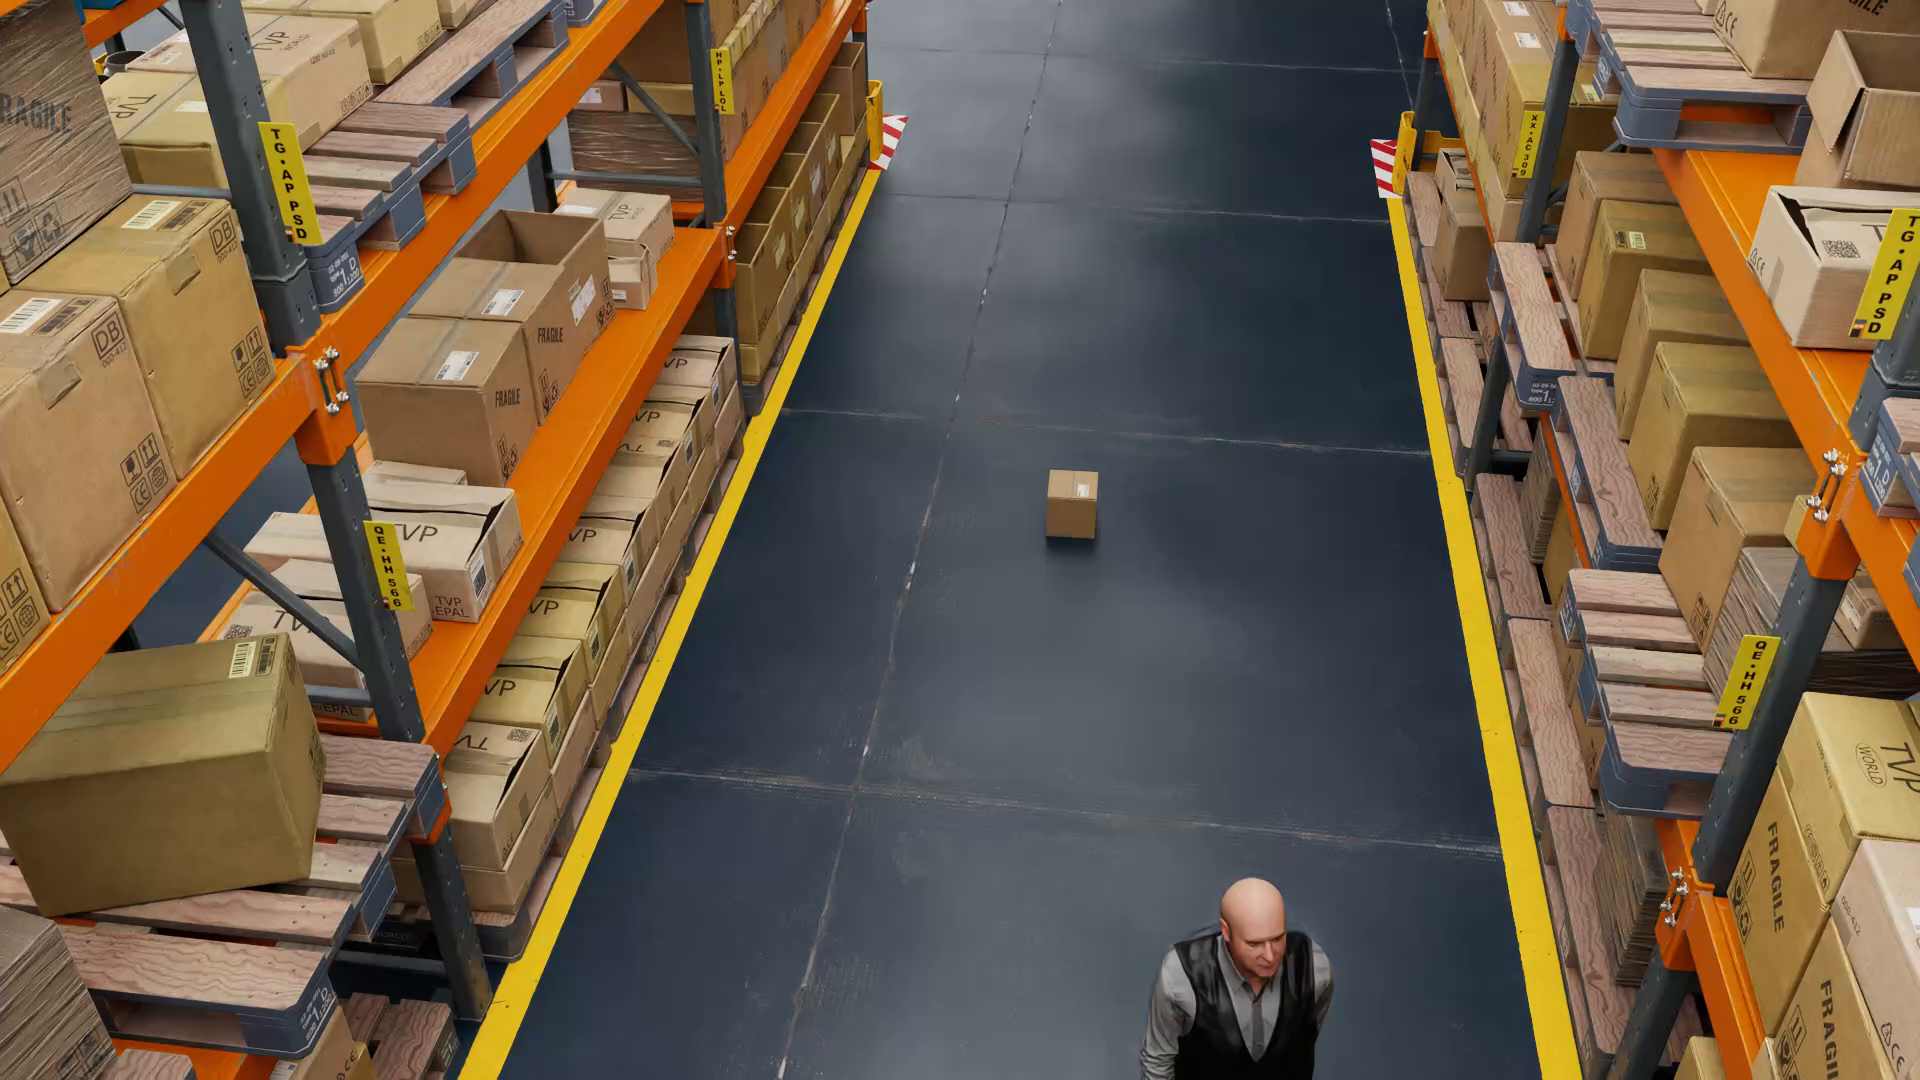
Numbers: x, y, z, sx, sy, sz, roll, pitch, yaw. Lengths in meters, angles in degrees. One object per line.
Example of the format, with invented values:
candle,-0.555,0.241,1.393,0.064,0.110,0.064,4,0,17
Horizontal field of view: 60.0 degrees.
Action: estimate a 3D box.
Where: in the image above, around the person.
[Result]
person,0.777,1.674,4.729,0.551,1.671,0.967,-1,36,-2
